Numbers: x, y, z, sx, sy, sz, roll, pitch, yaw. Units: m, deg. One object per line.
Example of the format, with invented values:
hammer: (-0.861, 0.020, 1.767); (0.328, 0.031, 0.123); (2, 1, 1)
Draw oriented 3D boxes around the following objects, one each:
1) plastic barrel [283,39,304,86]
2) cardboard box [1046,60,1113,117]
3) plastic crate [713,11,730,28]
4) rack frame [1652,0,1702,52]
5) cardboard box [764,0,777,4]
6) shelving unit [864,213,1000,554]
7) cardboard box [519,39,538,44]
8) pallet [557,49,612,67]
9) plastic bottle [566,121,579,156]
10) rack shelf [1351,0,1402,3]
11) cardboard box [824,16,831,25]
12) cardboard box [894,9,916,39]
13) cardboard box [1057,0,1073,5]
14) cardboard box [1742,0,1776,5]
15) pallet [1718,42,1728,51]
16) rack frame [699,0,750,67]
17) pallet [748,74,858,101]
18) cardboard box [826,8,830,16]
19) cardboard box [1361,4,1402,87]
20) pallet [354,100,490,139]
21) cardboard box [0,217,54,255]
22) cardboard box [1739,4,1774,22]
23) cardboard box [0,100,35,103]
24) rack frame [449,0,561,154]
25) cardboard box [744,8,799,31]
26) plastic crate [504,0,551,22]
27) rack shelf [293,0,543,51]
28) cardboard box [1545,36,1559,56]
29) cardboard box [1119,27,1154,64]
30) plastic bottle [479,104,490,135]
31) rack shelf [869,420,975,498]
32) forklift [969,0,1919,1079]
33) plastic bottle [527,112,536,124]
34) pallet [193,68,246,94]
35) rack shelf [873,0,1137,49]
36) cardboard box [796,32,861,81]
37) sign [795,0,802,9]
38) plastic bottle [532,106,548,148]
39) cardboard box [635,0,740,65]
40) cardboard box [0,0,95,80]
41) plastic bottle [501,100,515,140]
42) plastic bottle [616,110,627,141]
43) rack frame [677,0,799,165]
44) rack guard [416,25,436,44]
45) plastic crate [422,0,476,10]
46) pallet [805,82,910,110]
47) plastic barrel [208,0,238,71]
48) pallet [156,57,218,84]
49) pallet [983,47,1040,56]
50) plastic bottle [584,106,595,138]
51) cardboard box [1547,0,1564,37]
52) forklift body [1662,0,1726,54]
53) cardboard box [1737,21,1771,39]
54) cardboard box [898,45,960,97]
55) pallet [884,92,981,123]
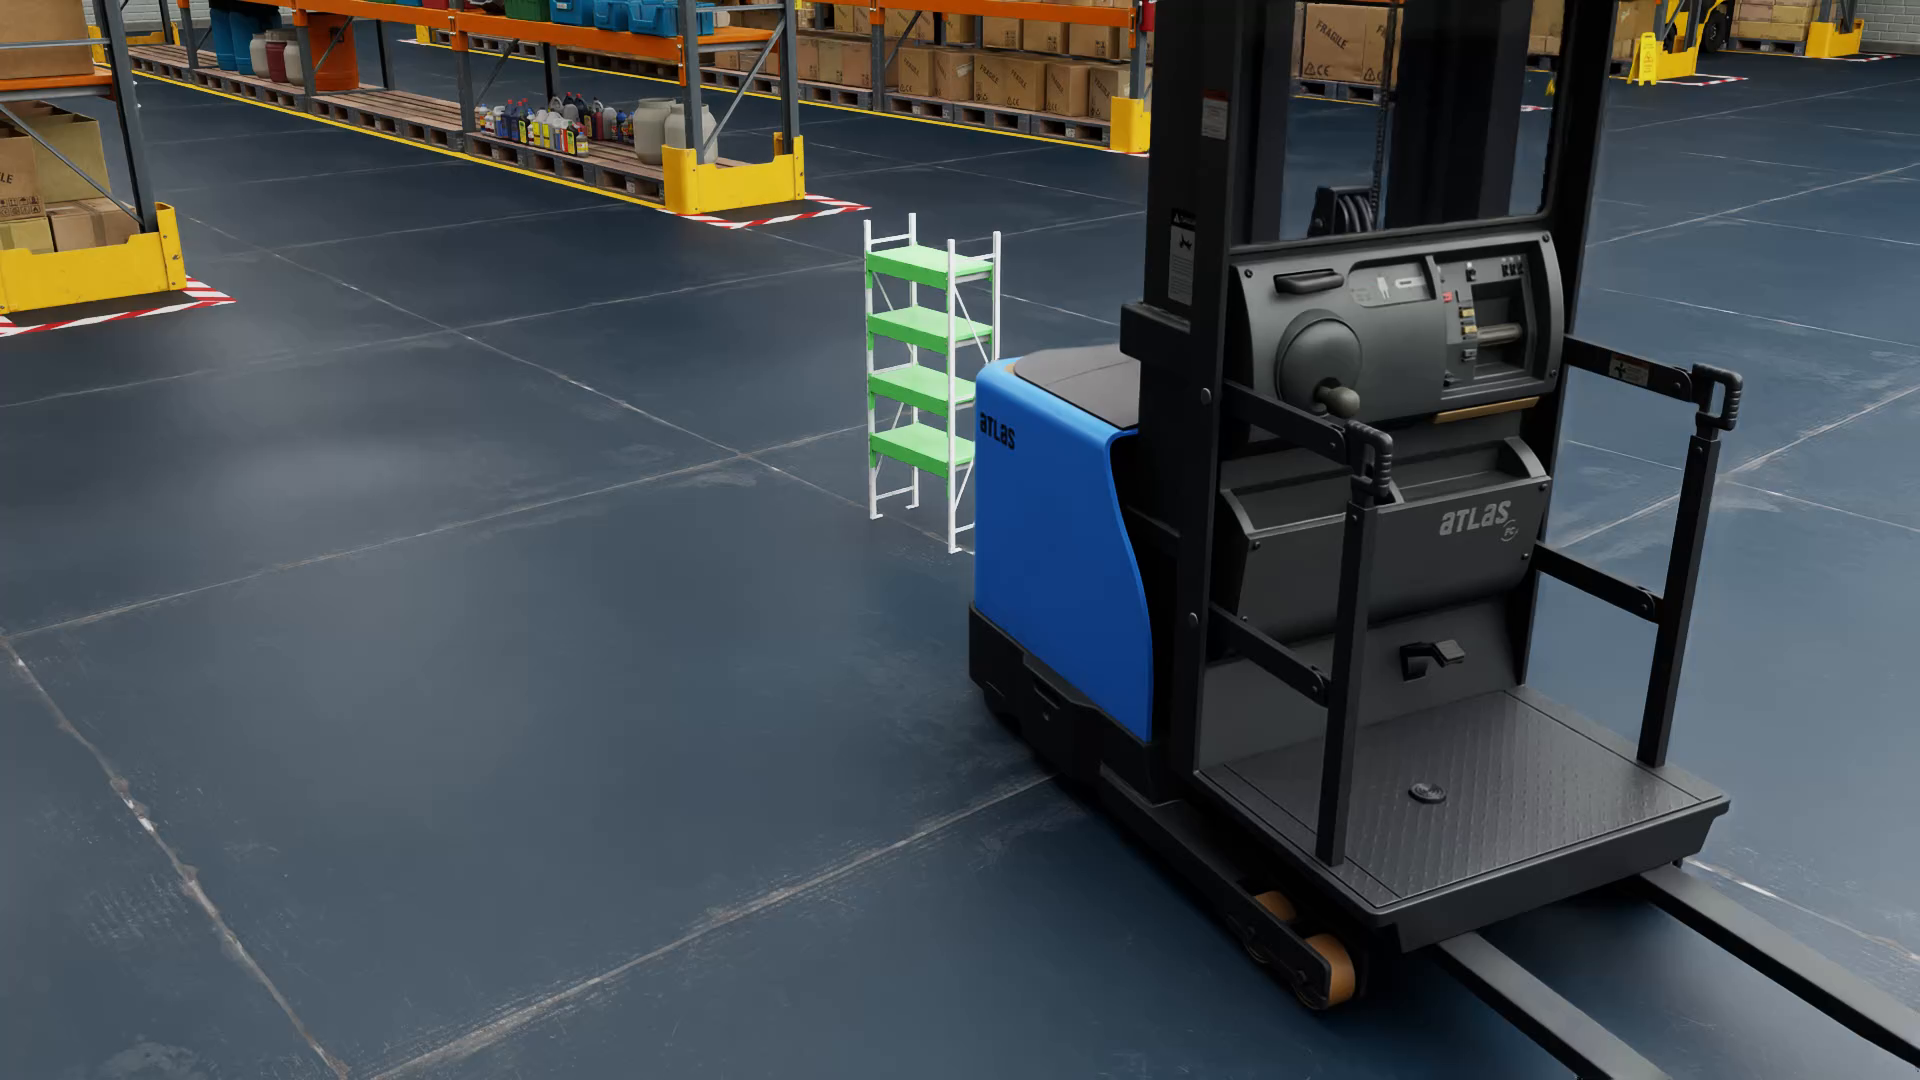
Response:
plastic barrel: (-7.706, -5.609, 19.527); (0.421, 0.512, 0.421); (0, 21, 0)
cardboard box: (1.226, -4.640, 17.069); (0.500, 0.500, 0.500); (-10, 23, -24)
plastic crate: (-2.055, -4.297, 13.703); (0.298, 0.136, 0.250); (-17, 27, -37)
rack frame: (9.545, -7.634, 21.862); (1.000, 3.000, 0.127); (-17, 27, -37)
cardboard box: (-3.123, -9.196, 28.367); (0.380, 0.149, 0.250); (-19, 28, -40)
shelving unit: (-0.108, -0.604, 6.382); (0.258, 1.200, 0.503); (-17, 27, -37)
cardboard box: (-6.166, -7.998, 25.128); (0.875, 0.875, 0.875); (-17, 27, -37)
pallet: (-5.235, -7.097, 24.313); (1.003, 0.211, 1.213); (-17, 27, -37)
plastic bottle: (-3.336, -3.467, 14.344); (0.061, 0.283, 0.133); (-17, 27, -36)
rack shelf: (4.555, -6.645, 20.324); (1.077, 0.370, 4.000); (-17, 27, -37)
cardboard box: (-2.140, -8.862, 28.330); (0.380, 0.149, 0.250); (-16, 27, -36)
cardboard box: (-0.682, -8.076, 25.841); (0.500, 0.500, 0.500); (-19, 28, -40)
cardboard box: (1.178, -5.386, 16.468); (0.380, 0.149, 0.250); (-17, 27, -37)
cardboard box: (12.428, -8.390, 25.616); (0.500, 0.250, 0.500); (-17, 27, -36)
pallet: (11.980, -8.057, 26.764); (1.003, 0.211, 1.213); (-17, 27, -37)
rack frame: (-3.185, -7.485, 21.482); (1.000, 3.000, 0.127); (-17, 27, -37)
pallet: (-1.884, -5.634, 20.578); (1.003, 0.211, 1.213); (-17, 27, -37)
cardboard box: (-2.200, -8.975, 28.210); (0.380, 0.149, 0.250); (-17, 27, -37)
cardboard box: (5.368, -5.806, 19.531); (0.875, 0.875, 0.875); (-17, 27, -37)
pallet: (-5.669, -4.448, 17.550); (1.003, 0.211, 1.213); (-17, 27, -37)
cardboard box: (-6.044, -1.911, 10.444); (0.500, 0.250, 0.500); (-17, 27, -37)
cardboard box: (12.429, -8.166, 25.729); (0.500, 0.250, 0.500); (-18, 28, -38)
cardboard box: (-6.966, -2.933, 12.026); (0.500, 0.500, 0.500); (-17, 27, -37)
rack frame: (-4.326, -5.201, 15.650); (1.000, 3.000, 0.127); (-17, 27, -37)
cardboard box: (-2.371, -6.553, 20.898); (0.500, 0.250, 0.500); (-14, 25, -32)
plastic crate: (-3.654, -4.660, 14.559); (0.450, 0.188, 0.662); (-17, 27, -37)
rack shelf: (-5.631, -5.419, 17.192); (1.077, 0.370, 4.000); (-17, 27, -37)
cardboard box: (8.481, -6.854, 23.064); (0.500, 0.250, 0.500); (-17, 27, -37)
cardboard box: (2.776, -6.831, 22.320); (1.050, 0.750, 0.750); (-18, 27, -38)
plastic bottle: (-4.450, -3.943, 15.576); (0.097, 0.271, 0.097); (0, 21, 0)
rack shelf: (-0.108, -0.321, 6.493); (0.258, 0.148, 0.480); (-17, 27, -37)
forklift: (1.140, -0.487, 3.707); (1.130, 2.935, 3.031); (-10, 24, -25)
plastic bottle: (-3.866, -3.730, 15.031); (0.097, 0.271, 0.097); (0, 21, 0)
pallet: (-9.076, -5.890, 21.232); (1.003, 0.211, 1.213); (-17, 27, -37)
rack shelf: (0.732, -5.492, 17.381); (1.077, 0.370, 4.000); (-17, 27, -37)
cardboard box: (-1.621, -5.886, 20.224); (0.500, 0.500, 0.700); (20, 29, 41)
sign: (-1.295, -4.354, 13.109); (0.100, 0.325, 0.005); (-17, 27, -37)
plastic bottle: (-3.713, -3.681, 14.798); (0.144, 0.351, 0.185); (-18, 27, -38)
cardboard box: (-3.619, -6.887, 22.292); (1.225, 0.875, 0.875); (-19, 28, -40)
cardboard box: (-5.765, -3.096, 10.139); (0.700, 0.500, 0.500); (-17, 27, -37)
plastic bottle: (-4.113, -3.851, 15.231); (0.144, 0.351, 0.185); (-17, 27, -36)
plastic bottle: (-3.084, -3.784, 15.169); (0.097, 0.271, 0.097); (0, 21, 0)
rack frame: (-1.715, -4.096, 12.828); (1.000, 3.000, 0.127); (-17, 27, -37)
rack guard: (-8.422, -8.538, 27.598); (1.175, 0.500, 0.348); (-17, 27, -37)
plastic crate: (-4.874, -5.292, 15.794); (0.402, 0.464, 0.583); (-17, 27, -37)
pallet: (-1.083, -5.296, 19.717); (1.003, 0.211, 1.213); (-17, 27, -37)
plastic barrel: (-9.206, -6.475, 21.205); (0.600, 0.901, 0.708); (-17, 27, -37)
pallet: (-10.057, -6.307, 22.297); (1.003, 0.211, 1.213); (-17, 27, -37)
pallet: (1.096, -7.104, 24.332); (1.003, 0.211, 1.213); (-17, 27, -37)
plastic bottle: (-3.412, -3.858, 15.342); (0.061, 0.283, 0.133); (-17, 27, -37)
cardboard box: (8.481, -7.201, 22.923); (0.500, 0.500, 0.500); (-16, 27, -36)
forklift body: (10.683, -8.511, 25.265); (2.313, 2.155, 1.214); (-17, 27, -37)
cardboard box: (12.439, -7.926, 25.802); (0.500, 0.250, 0.500); (-17, 27, -37)
cardboard box: (-0.343, -5.292, 18.733); (0.500, 0.500, 0.500); (-18, 28, -39)
pallet: (-0.109, -4.904, 18.717); (1.003, 0.211, 1.213); (-17, 27, -37)
